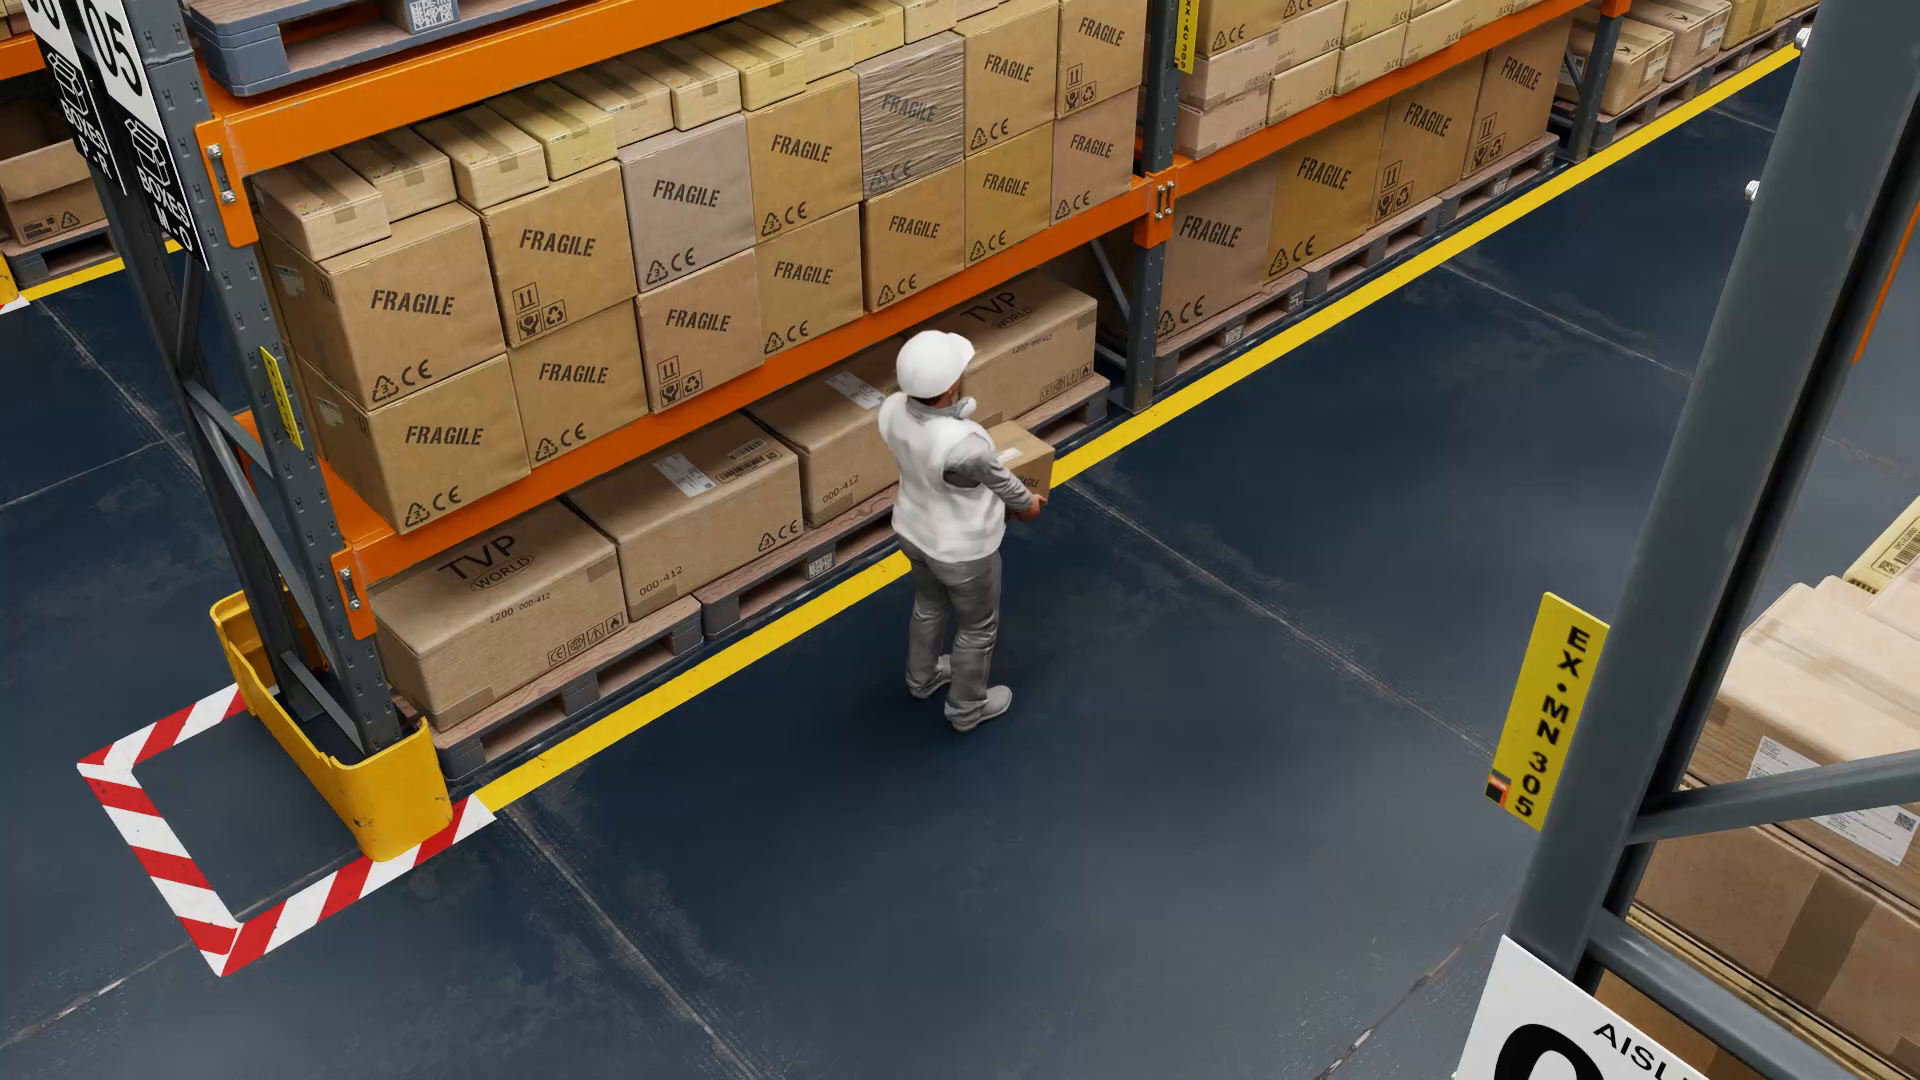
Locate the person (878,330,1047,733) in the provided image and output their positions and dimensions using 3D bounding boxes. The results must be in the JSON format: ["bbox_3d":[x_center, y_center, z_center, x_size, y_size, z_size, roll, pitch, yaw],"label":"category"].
[{"bbox_3d":[0.017,-0.076,6.234,0.552,1.762,0.494,-30,48,-31],"label":"person"}]
